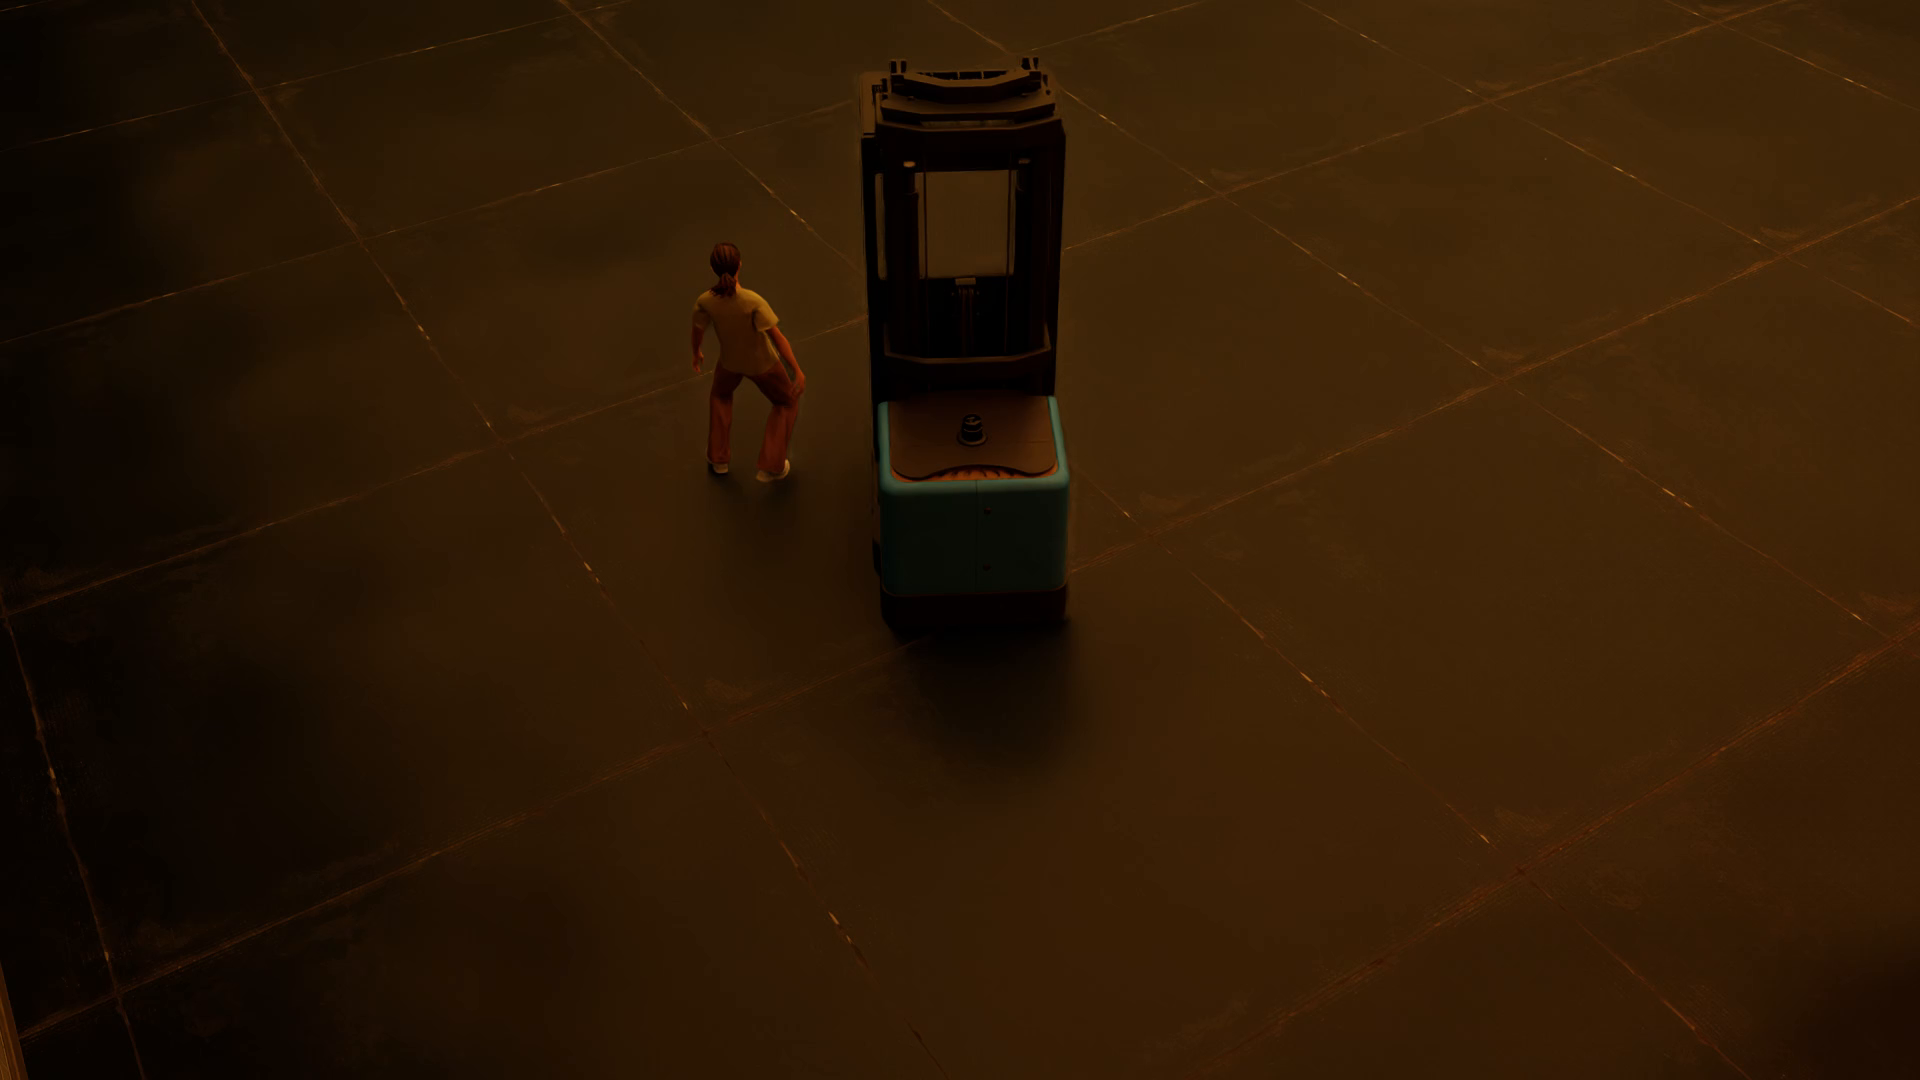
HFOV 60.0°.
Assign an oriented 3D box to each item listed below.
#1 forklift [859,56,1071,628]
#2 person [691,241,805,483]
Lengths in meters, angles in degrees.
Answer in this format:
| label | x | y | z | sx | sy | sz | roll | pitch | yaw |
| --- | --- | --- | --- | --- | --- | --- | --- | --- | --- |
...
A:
| label | x | y | z | sx | sy | sz | roll | pitch | yaw |
| --- | --- | --- | --- | --- | --- | --- | --- | --- | --- |
| forklift | 0.004 | -1.564 | 9.660 | 1.130 | 2.935 | 3.031 | -2 | 41 | -2 |
| person | -1.291 | -1.052 | 10.098 | 0.800 | 1.598 | 0.483 | 13 | 43 | 15 |
